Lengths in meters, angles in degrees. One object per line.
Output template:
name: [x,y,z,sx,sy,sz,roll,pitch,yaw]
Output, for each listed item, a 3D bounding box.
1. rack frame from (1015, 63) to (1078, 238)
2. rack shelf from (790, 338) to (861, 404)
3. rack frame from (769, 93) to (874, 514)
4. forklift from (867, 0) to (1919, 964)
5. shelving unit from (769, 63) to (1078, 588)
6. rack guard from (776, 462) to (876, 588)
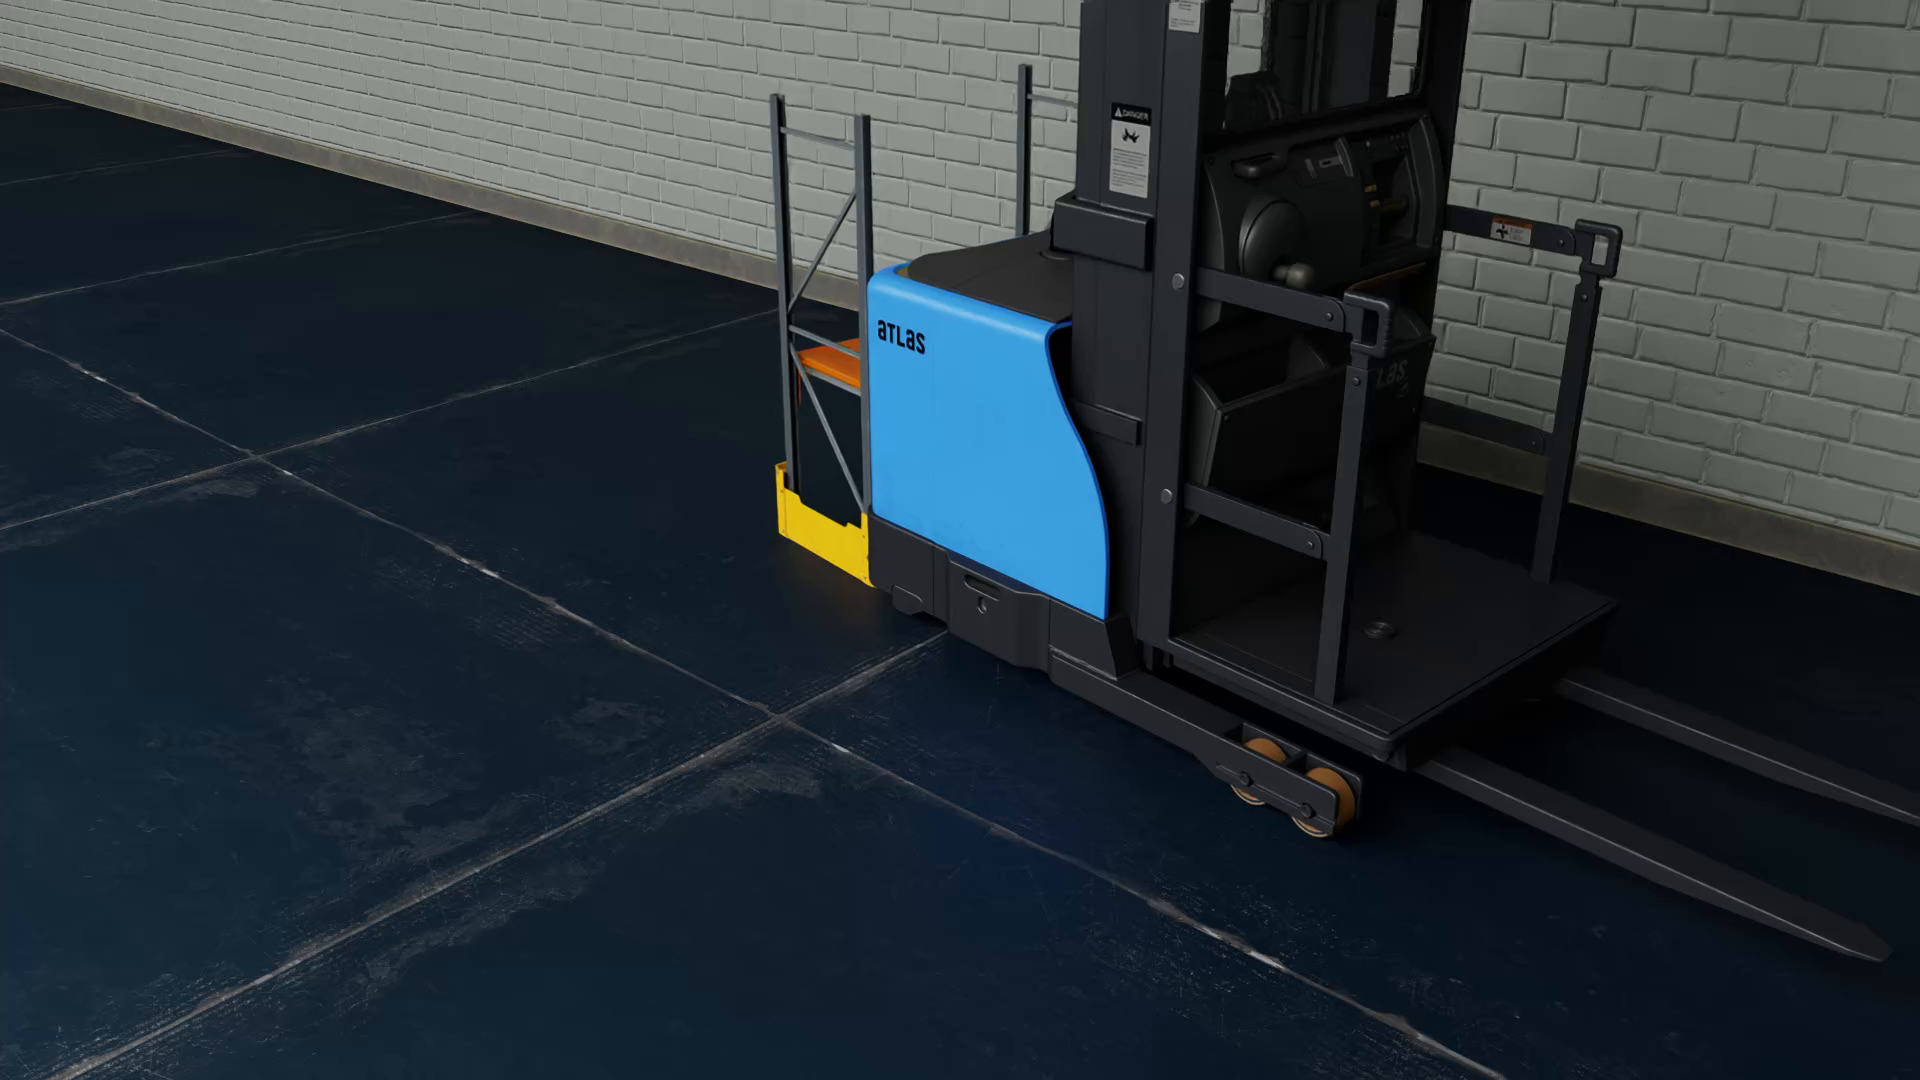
rack frame: [0.368,-0.889,5.899,0.032,1.500,0.500,-18,30,-35]
rack shelf: [-0.030,-0.595,5.684,1.000,0.185,0.538,-18,30,-35]
rack frame: [-0.428,-0.630,5.321,0.032,1.500,0.500,-18,30,-35]
forklift: [1.073,-0.840,4.040,1.130,2.935,3.031,-20,31,-38]
shelving unit: [-0.037,-0.757,5.605,1.083,1.500,0.587,-18,30,-35]
rack guard: [-0.427,-0.060,5.578,0.087,0.250,0.587,-18,30,-35]
